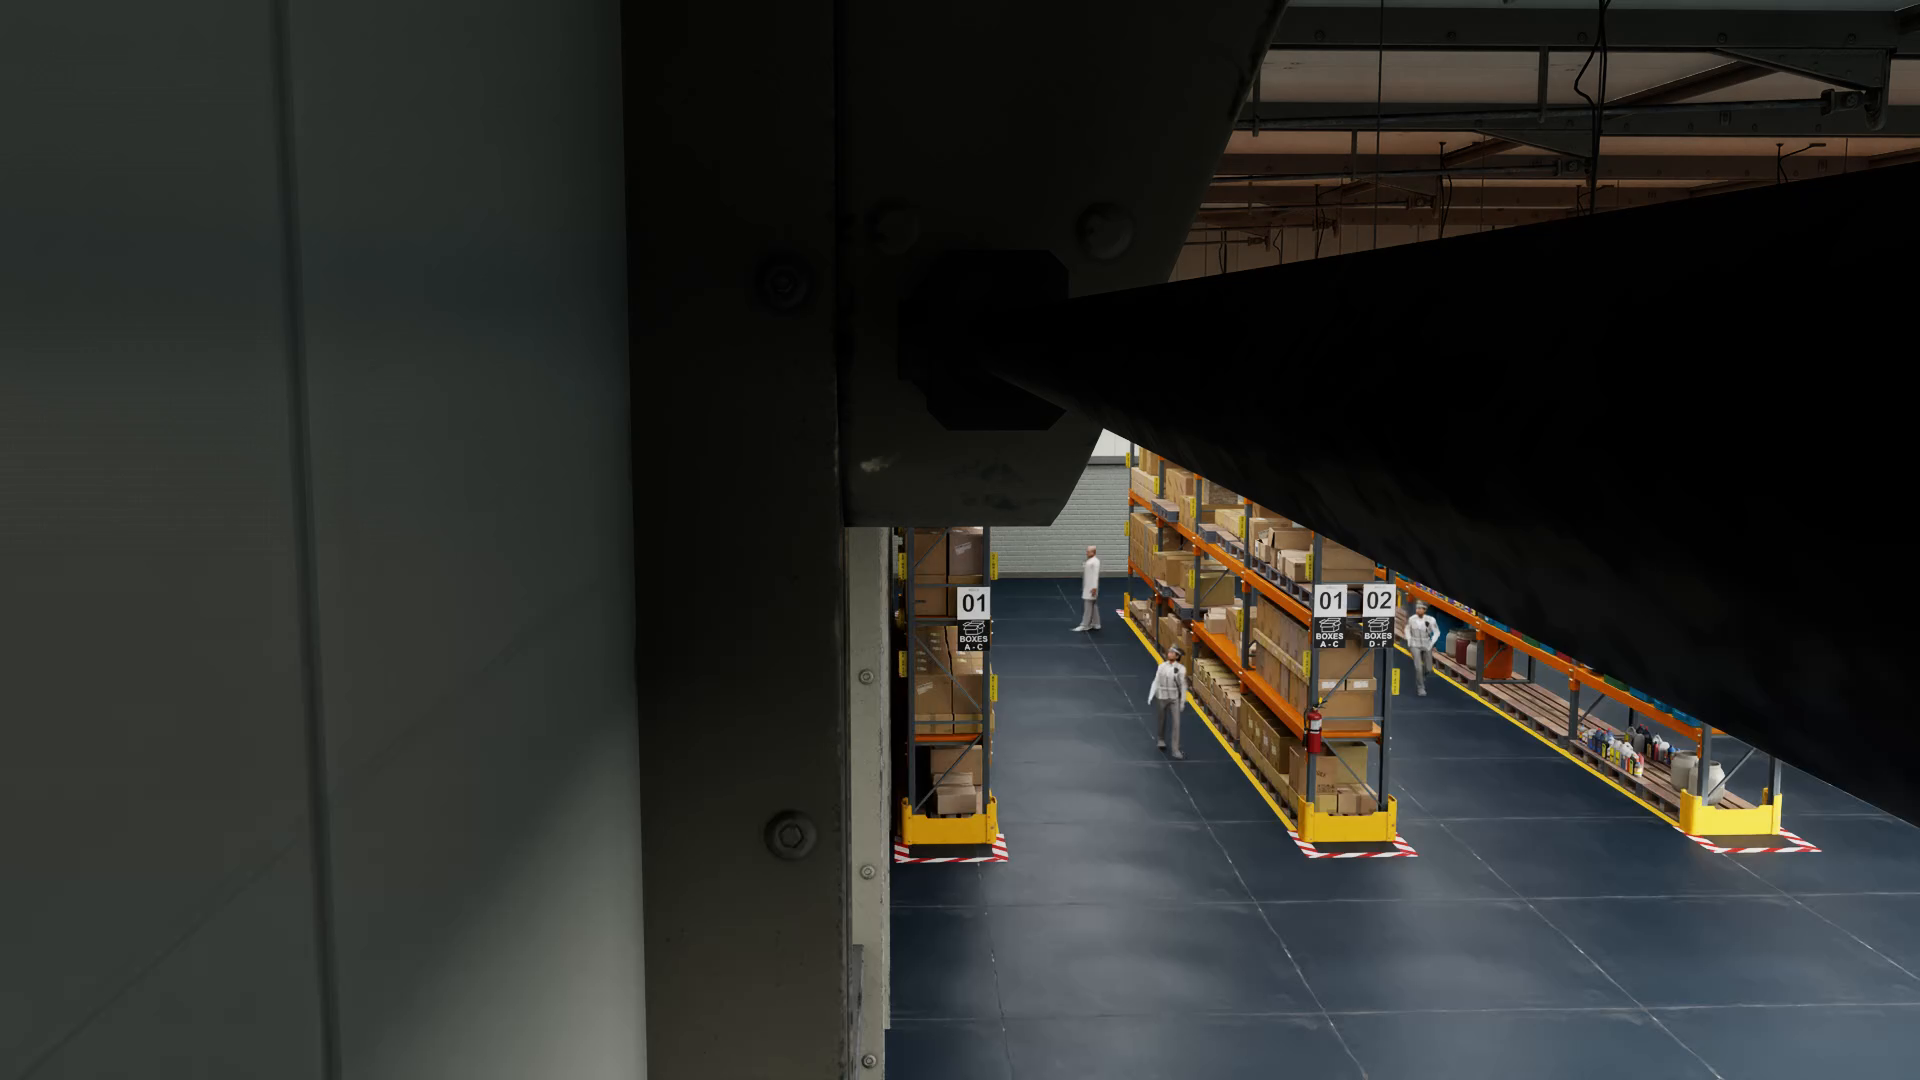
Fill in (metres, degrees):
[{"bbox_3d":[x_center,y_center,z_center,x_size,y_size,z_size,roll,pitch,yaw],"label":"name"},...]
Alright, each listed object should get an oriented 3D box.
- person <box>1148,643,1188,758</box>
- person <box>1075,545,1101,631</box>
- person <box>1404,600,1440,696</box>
[{"bbox_3d":[3.079,2.353,24.671,0.603,1.633,0.967,0,7,-1],"label":"person"},{"bbox_3d":[2.670,1.003,34.761,0.627,1.782,0.604,-2,8,-14],"label":"person"},{"bbox_3d":[7.994,1.849,28.754,0.559,1.649,0.531,0,7,2],"label":"person"}]
